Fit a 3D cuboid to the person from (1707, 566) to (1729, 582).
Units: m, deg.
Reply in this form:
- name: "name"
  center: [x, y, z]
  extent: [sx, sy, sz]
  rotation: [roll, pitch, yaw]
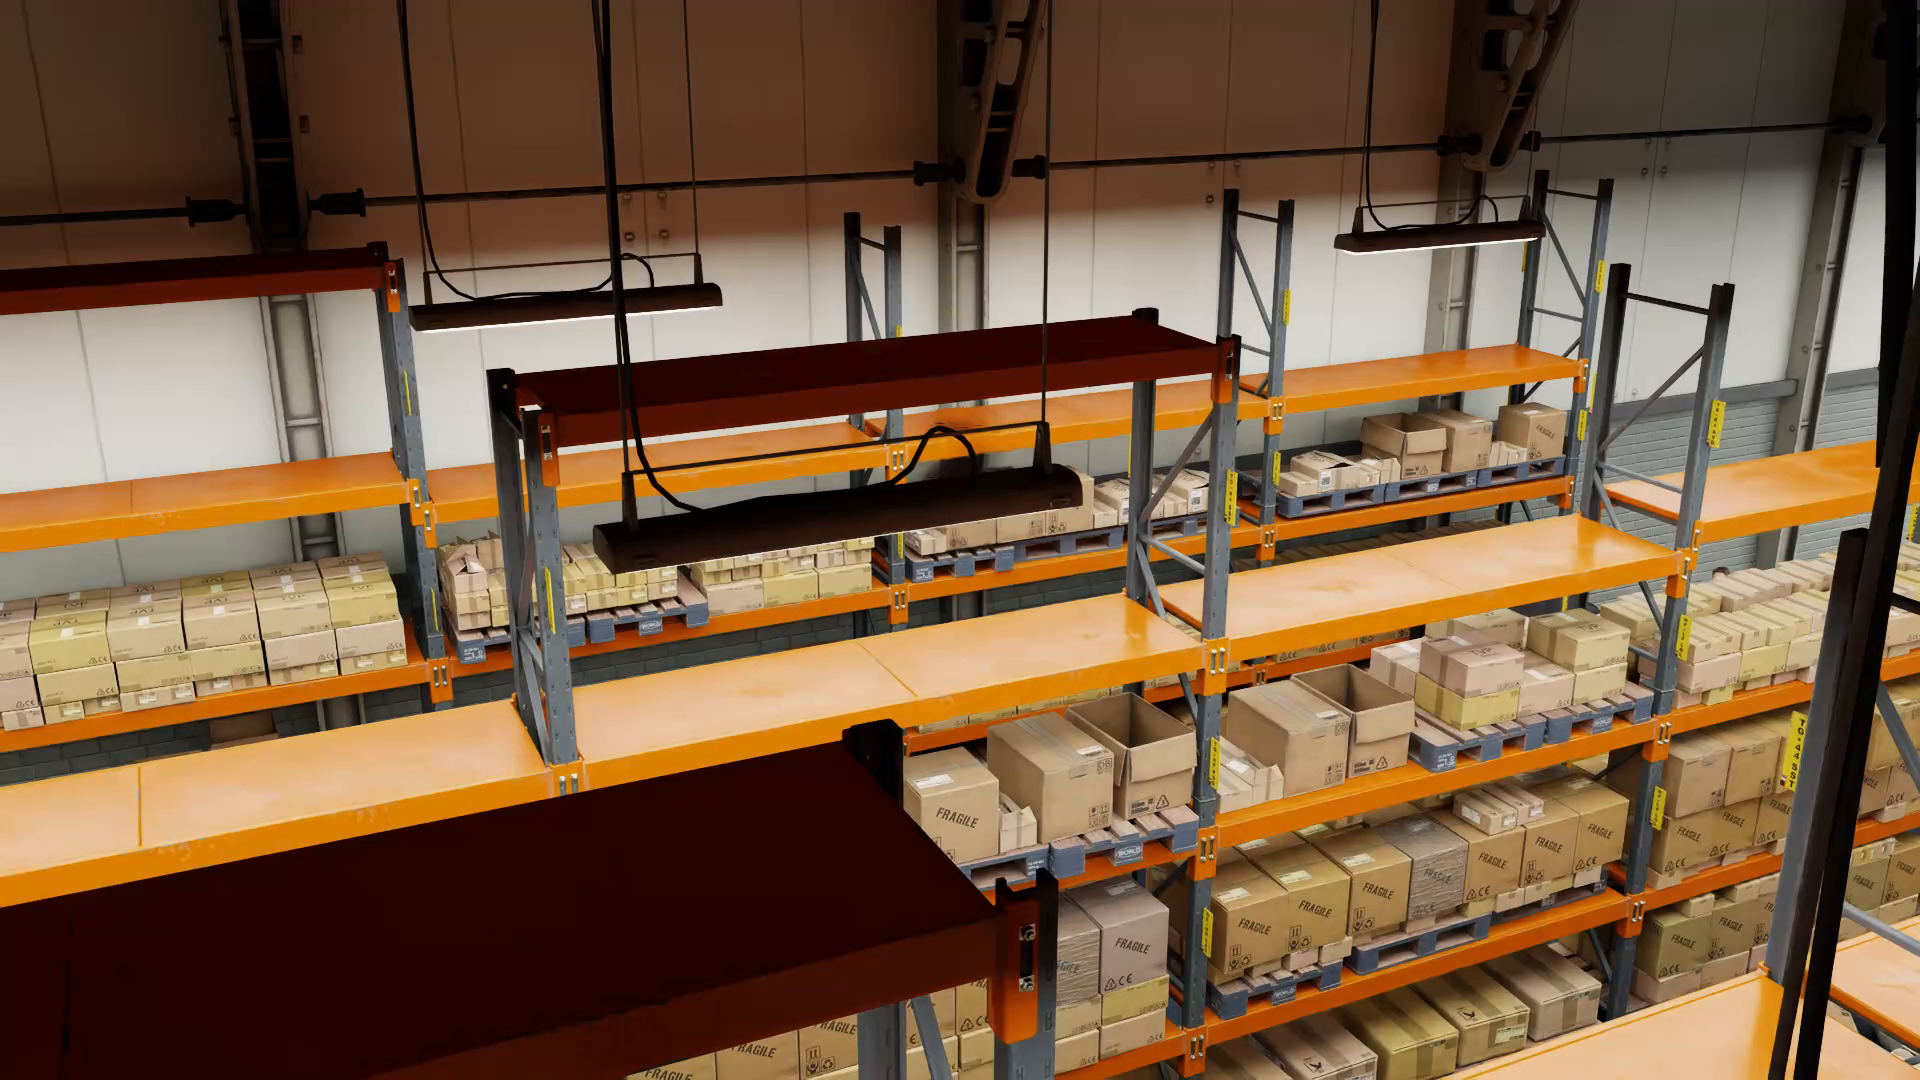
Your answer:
- name: "person"
  center: [8.595, 1.111, 18.993]
  extent: [0.531, 1.677, 0.404]
  rotation: [-2, 19, -7]
